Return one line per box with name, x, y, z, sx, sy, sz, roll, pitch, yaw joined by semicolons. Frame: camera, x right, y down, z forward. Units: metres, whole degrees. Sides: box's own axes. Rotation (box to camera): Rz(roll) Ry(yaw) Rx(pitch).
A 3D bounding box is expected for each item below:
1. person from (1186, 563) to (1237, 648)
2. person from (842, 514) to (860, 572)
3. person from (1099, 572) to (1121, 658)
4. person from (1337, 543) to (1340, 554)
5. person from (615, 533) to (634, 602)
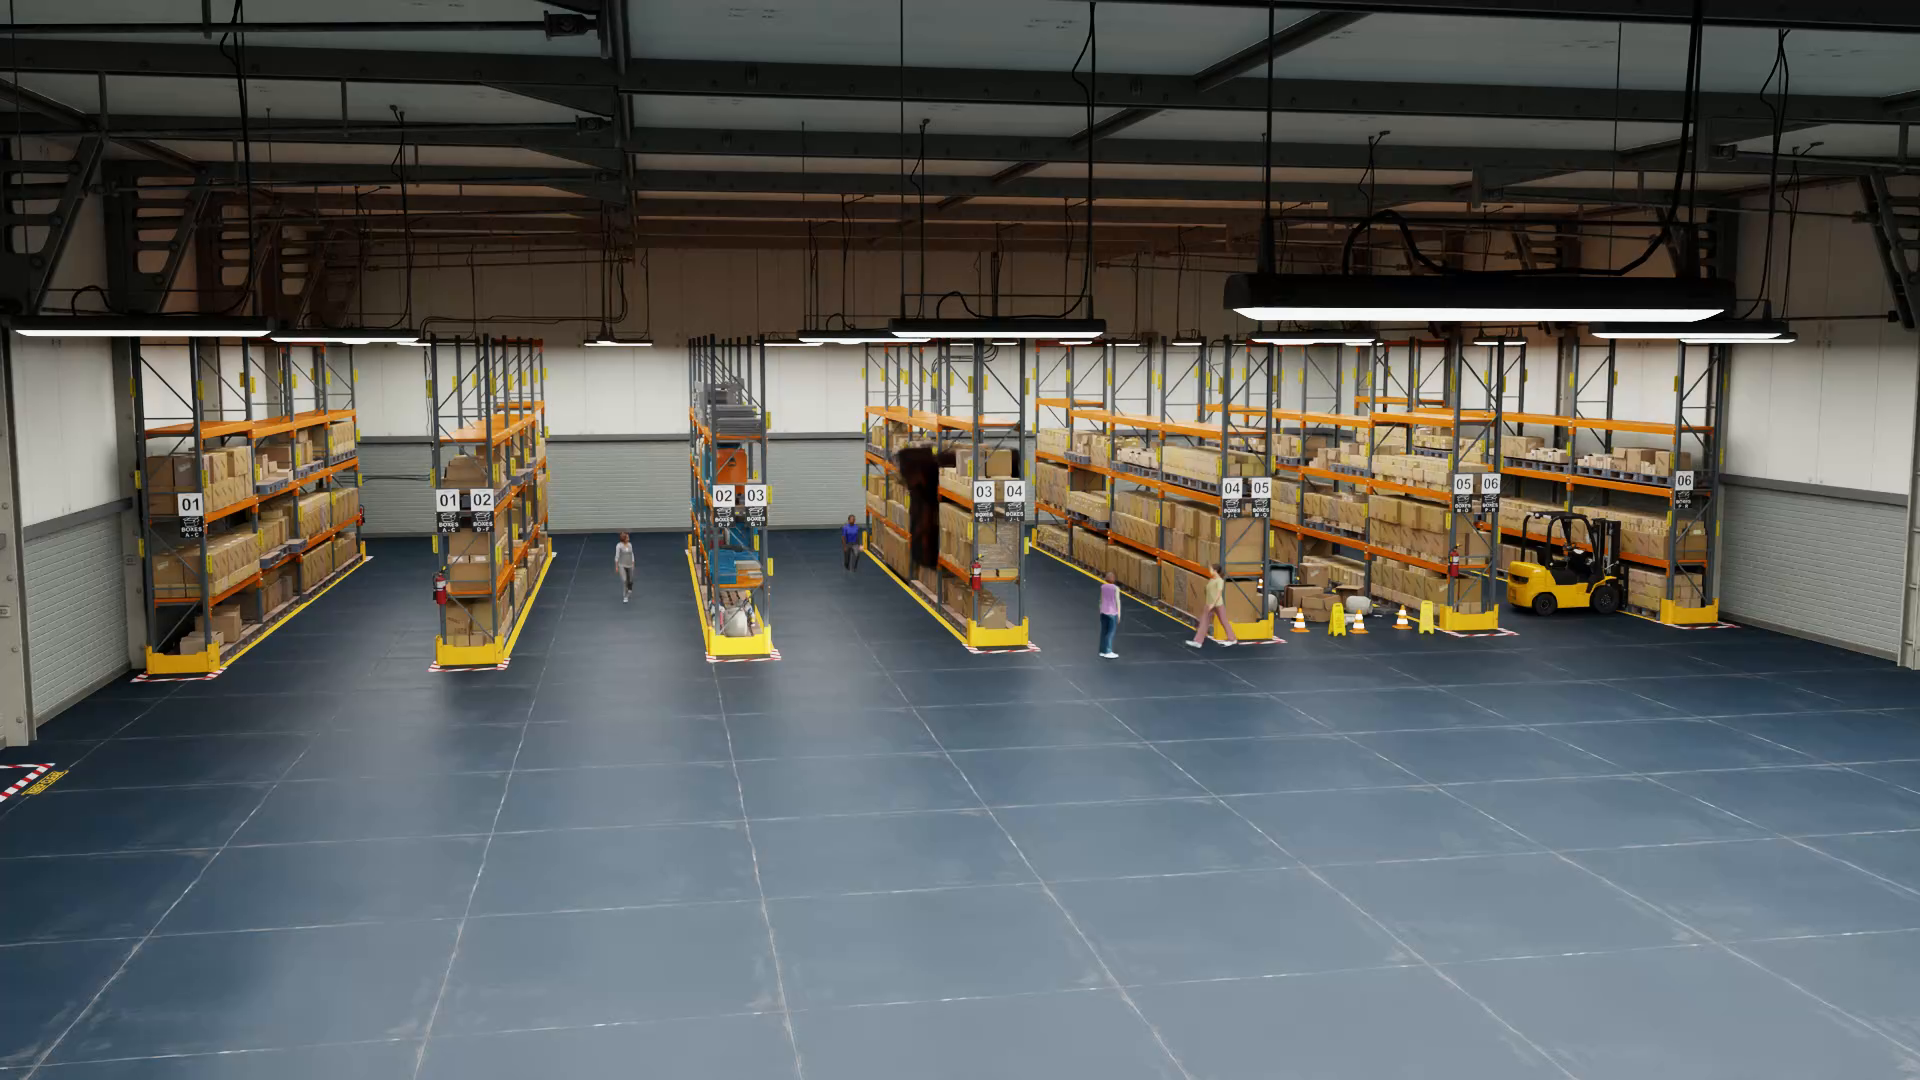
person;4.858;1.256;31.917;1.030;1.611;0.468;-4;8;-30
person;-2.682;0.082;40.858;0.451;1.444;0.928;-1;7;-6
person;2.795;1.394;30.924;0.491;1.608;0.329;6;9;41
person;10.464;-0.415;46.528;0.429;1.652;0.502;0;7;-1
person;-7.642;0.600;37.854;0.437;1.561;0.703;-2;7;-16
